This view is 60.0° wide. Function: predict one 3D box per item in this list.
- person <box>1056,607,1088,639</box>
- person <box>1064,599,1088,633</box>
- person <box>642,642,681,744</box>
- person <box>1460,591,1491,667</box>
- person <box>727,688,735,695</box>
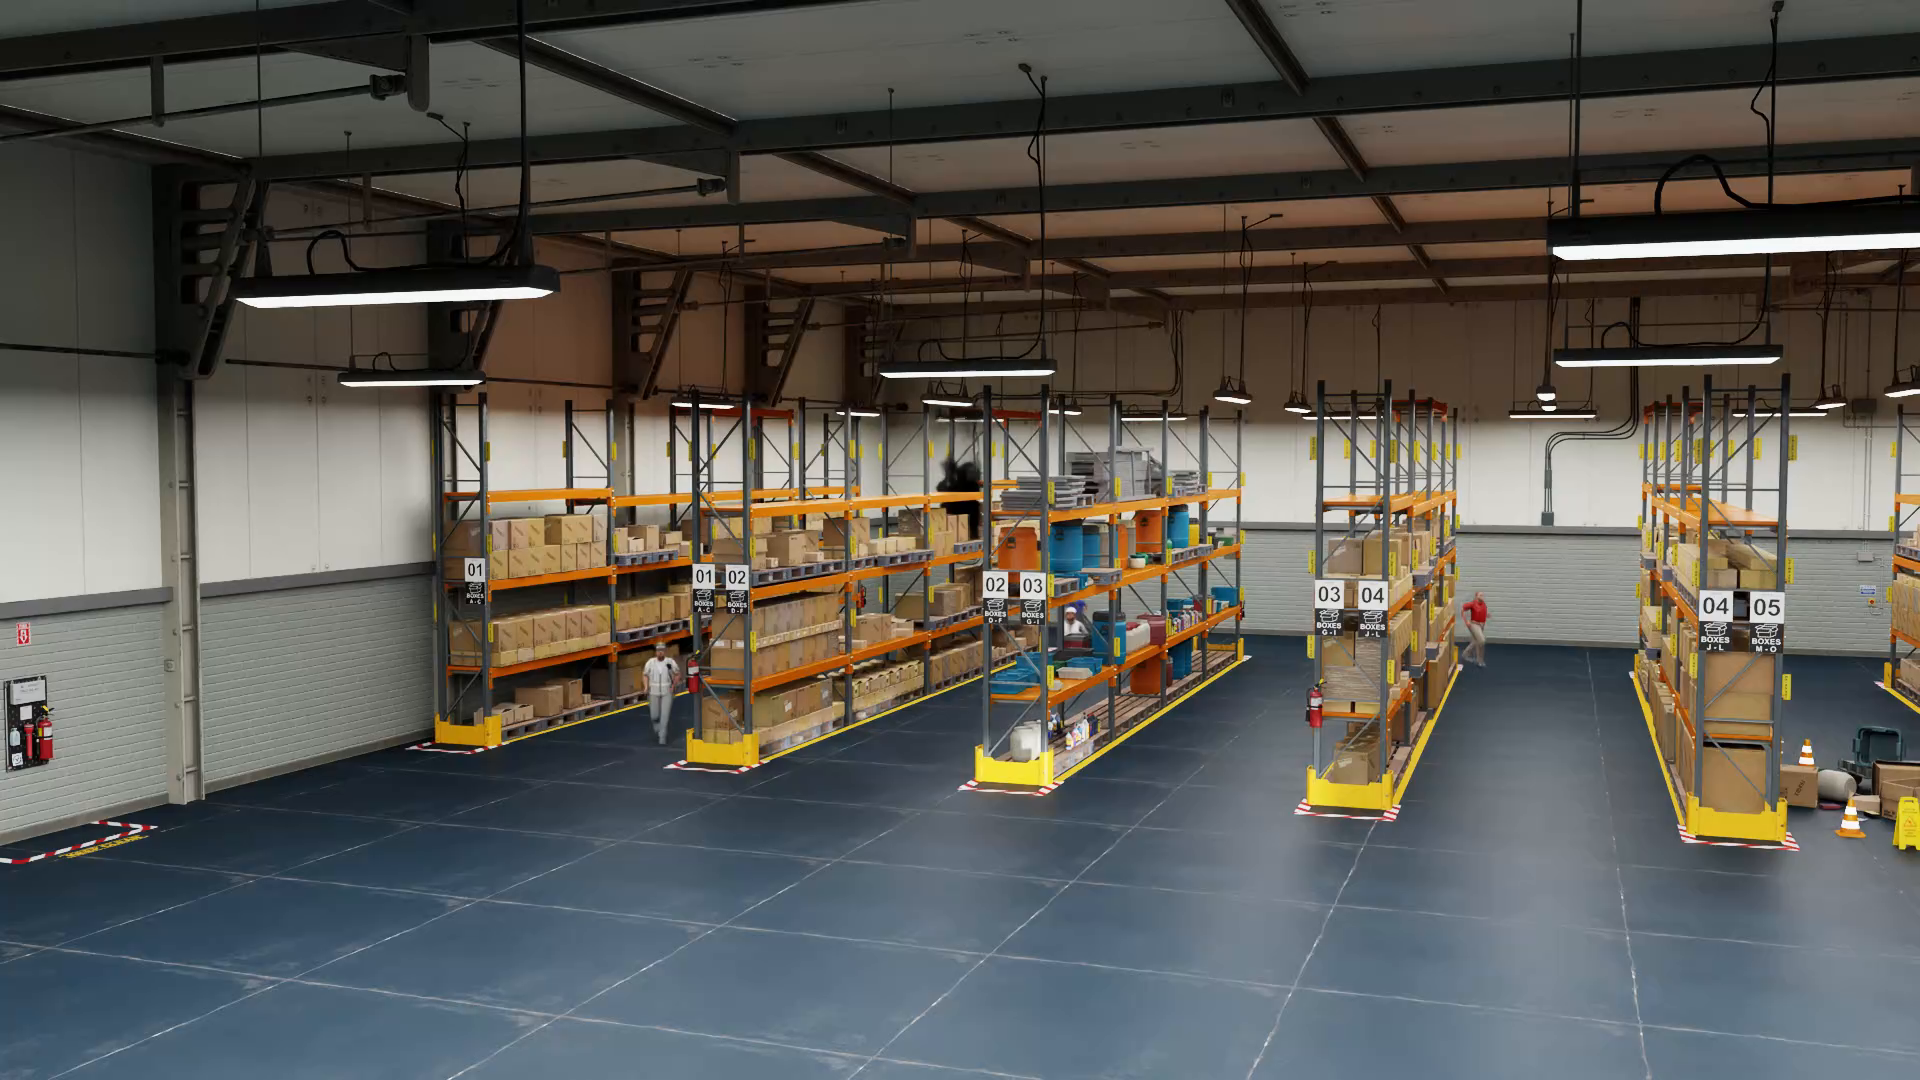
[{"bbox_3d":[2.314,2.274,34.733,0.646,1.737,0.617,1,3,14],"label":"person"},{"bbox_3d":[2.976,1.980,41.782,0.646,1.569,0.805,-2,4,-35],"label":"person"},{"bbox_3d":[-5.143,2.614,28.669,0.668,1.746,0.646,0,3,-7],"label":"person"},{"bbox_3d":[12.090,2.090,38.994,0.697,1.798,0.788,-2,4,-39],"label":"person"},{"bbox_3d":[-4.243,2.428,31.876,0.723,1.783,1.077,1,3,13],"label":"person"}]
